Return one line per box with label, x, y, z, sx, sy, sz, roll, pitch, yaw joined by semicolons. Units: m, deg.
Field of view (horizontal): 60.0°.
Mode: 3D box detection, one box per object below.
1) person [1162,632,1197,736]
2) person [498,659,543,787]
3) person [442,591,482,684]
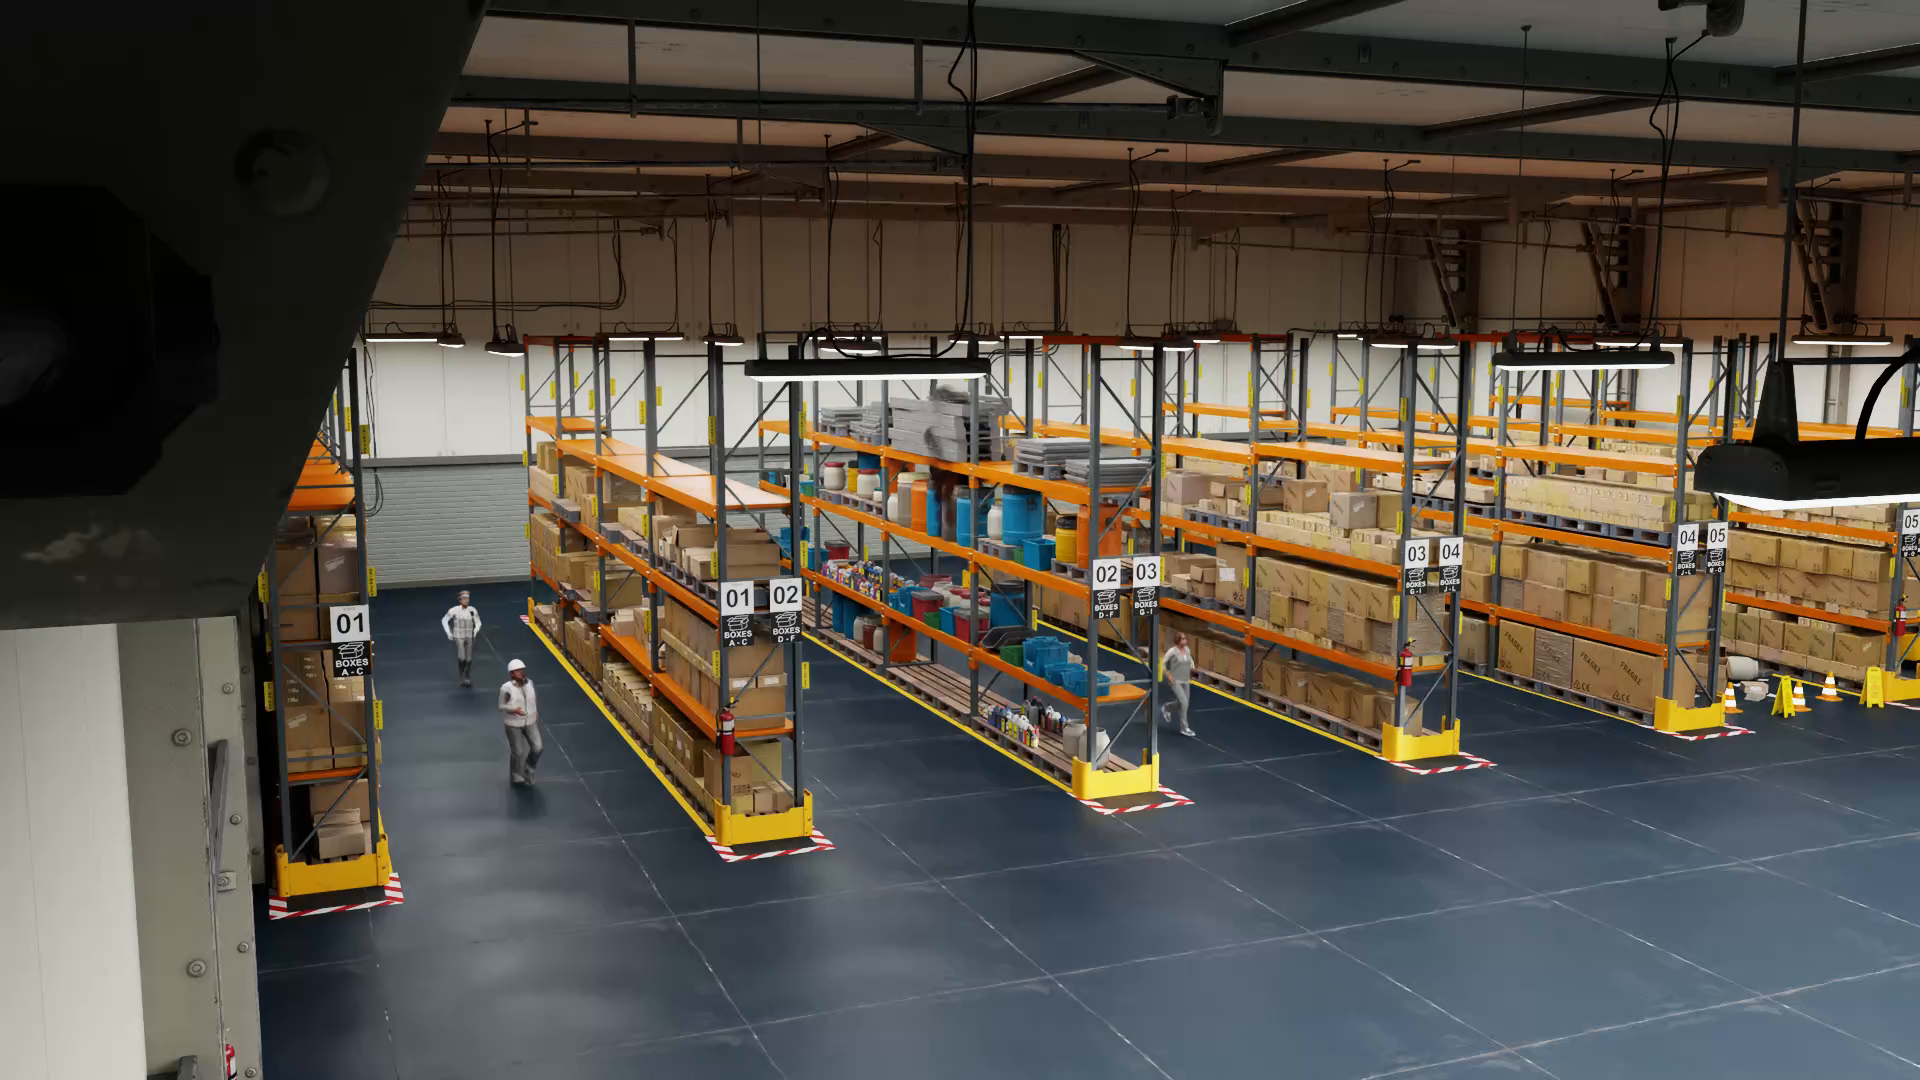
person;3.323;2.174;25.448;0.538;1.561;0.753;-5;9;-35
person;-5.914;2.485;22.471;0.634;1.773;0.698;-6;10;-38
person;-8.561;1.699;28.711;0.628;1.652;0.564;-5;9;-31
